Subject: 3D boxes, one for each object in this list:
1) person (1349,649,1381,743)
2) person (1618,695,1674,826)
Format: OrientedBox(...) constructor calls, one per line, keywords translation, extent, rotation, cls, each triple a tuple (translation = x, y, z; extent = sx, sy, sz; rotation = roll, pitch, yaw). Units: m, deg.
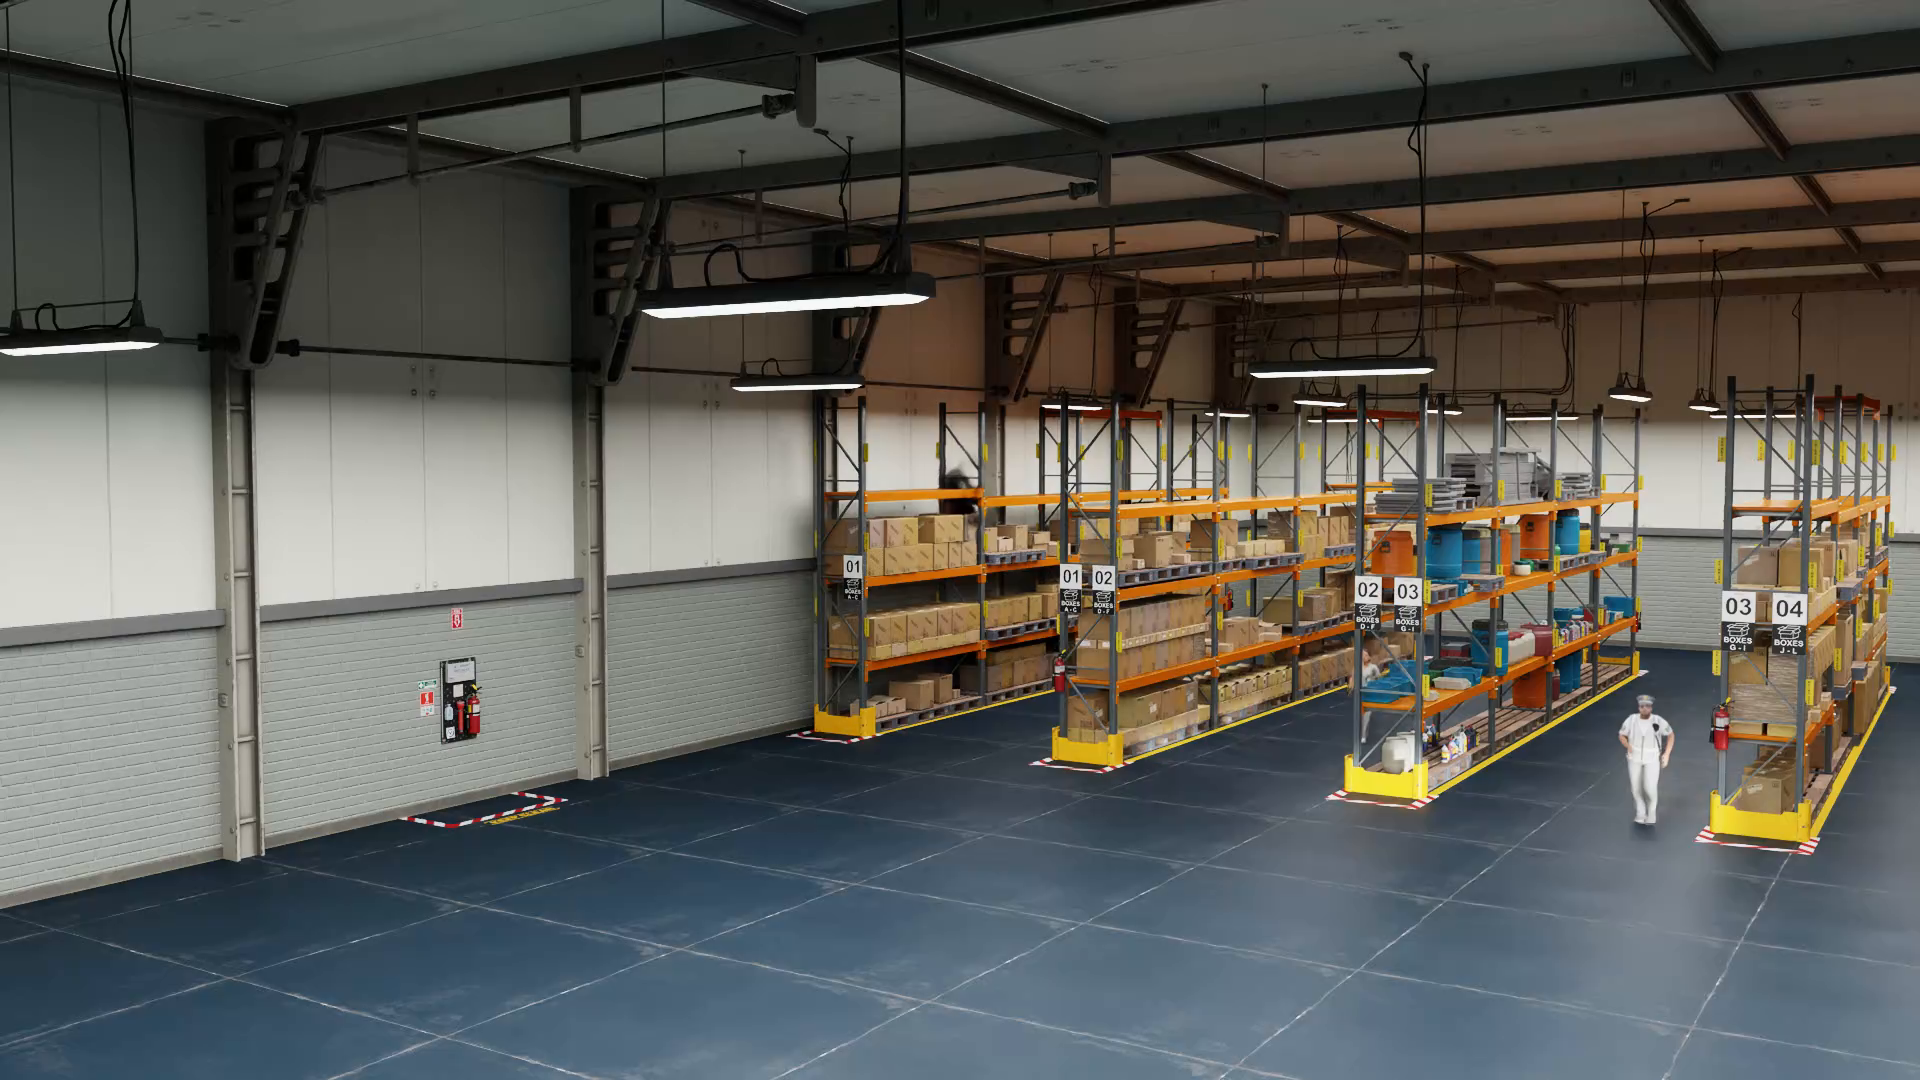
OrientedBox(translation=(7.042, 2.684, 28.847), extent=(0.550, 1.621, 0.622), rotation=(1, 3, 24), cls="person")
OrientedBox(translation=(9.184, 2.963, 22.321), extent=(0.683, 1.778, 0.587), rotation=(2, 3, 31), cls="person")
